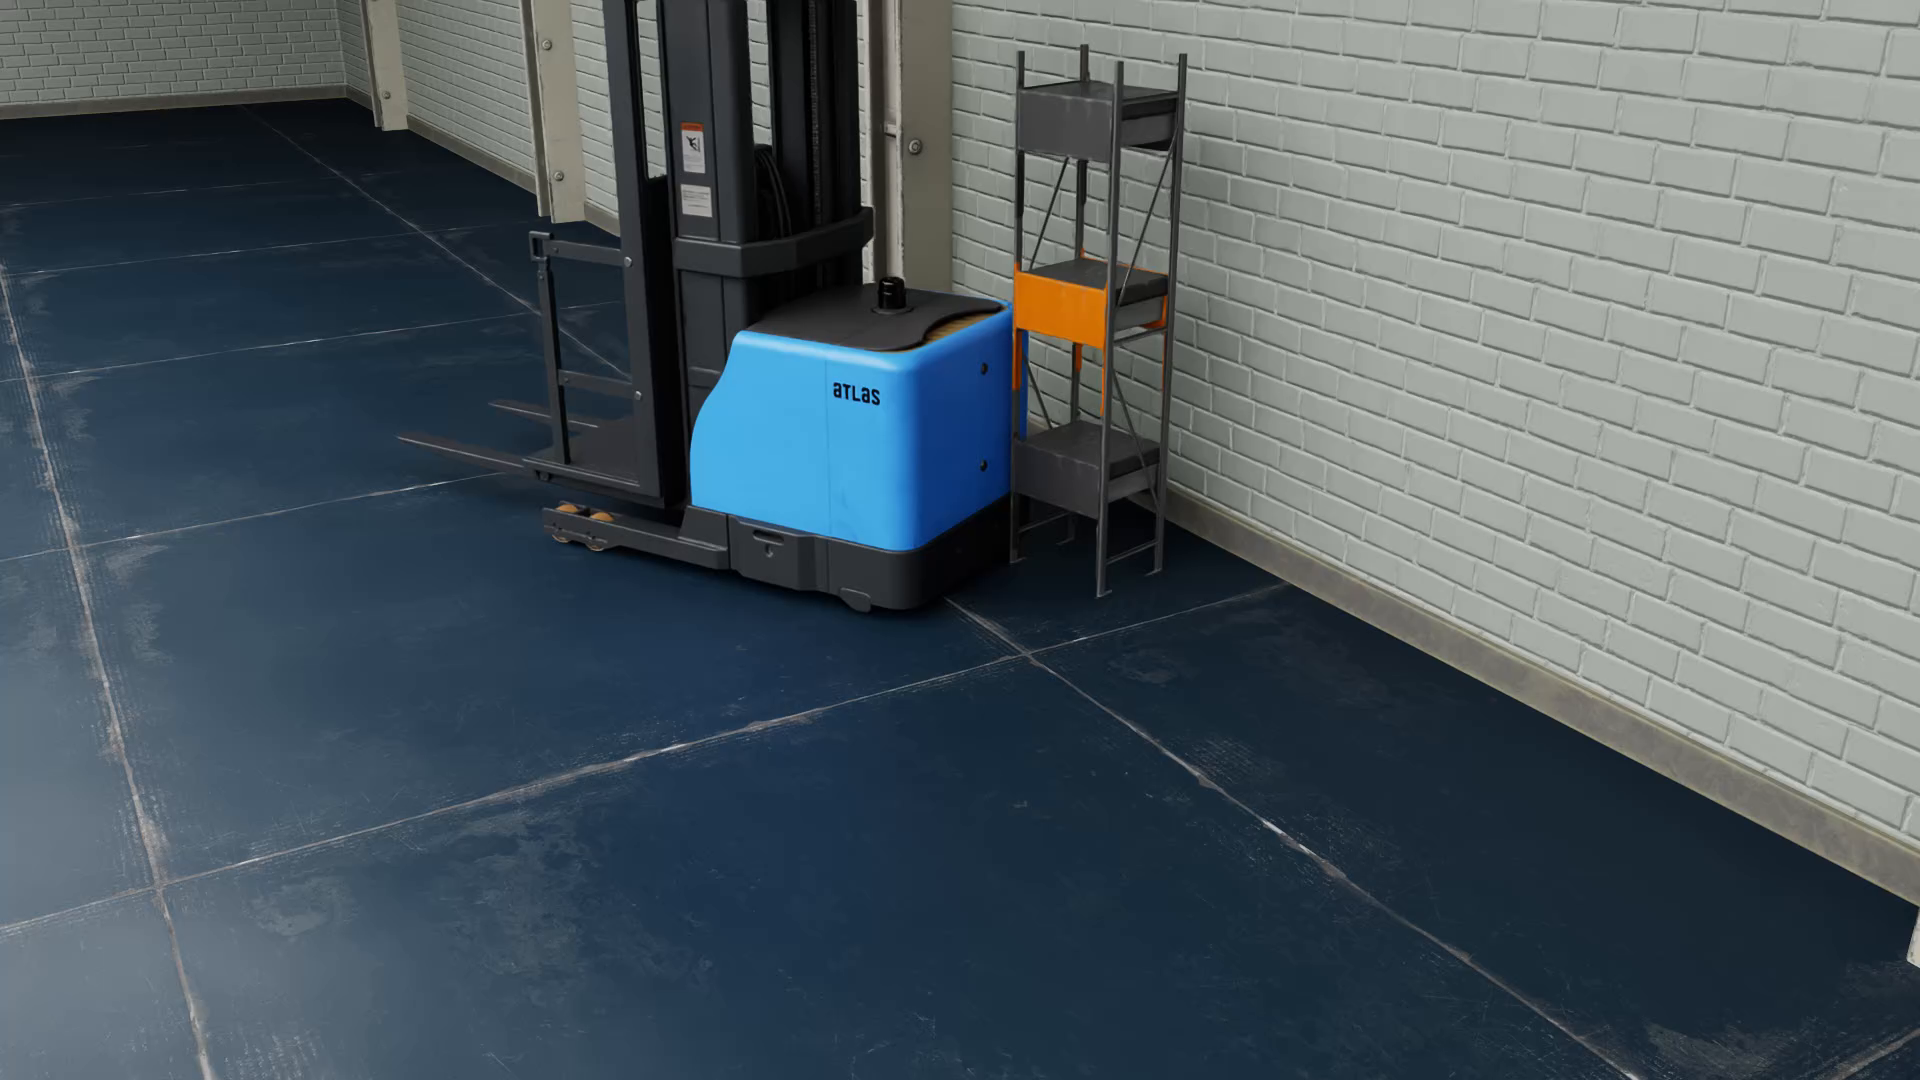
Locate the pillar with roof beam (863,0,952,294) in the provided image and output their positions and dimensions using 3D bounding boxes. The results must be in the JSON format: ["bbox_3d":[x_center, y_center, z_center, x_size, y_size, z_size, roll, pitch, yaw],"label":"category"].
[{"bbox_3d":[-3.968,-4.110,5.474,9.100,9.000,0.400,-13,25,-28],"label":"pillar with roof beam"}]

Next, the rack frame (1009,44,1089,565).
[{"bbox_3d":[0.357,-0.919,6.784,0.400,2.100,0.015,-20,30,-41],"label":"rack frame"}]

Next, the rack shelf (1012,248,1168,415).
[{"bbox_3d":[0.529,-0.841,6.629,0.431,0.518,0.480,-20,30,-41],"label":"rack shelf"}]

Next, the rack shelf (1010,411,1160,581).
[{"bbox_3d":[0.529,-0.193,6.892,0.431,0.518,0.480,-20,30,-41],"label":"rack shelf"}]

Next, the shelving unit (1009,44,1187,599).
[{"bbox_3d":[0.529,-0.854,6.624,0.431,2.100,0.503,-20,30,-41],"label":"shelving unit"}]

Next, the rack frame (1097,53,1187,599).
[{"bbox_3d":[0.700,-0.788,6.463,0.400,2.100,0.015,-20,30,-41],"label":"rack frame"}]

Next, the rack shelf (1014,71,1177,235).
[{"bbox_3d":[0.529,-1.490,6.365,0.431,0.518,0.480,-20,30,-41],"label":"rack shelf"}]

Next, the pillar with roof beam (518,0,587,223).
[{"bbox_3d":[-7.033,-6.053,10.252,9.100,9.000,0.400,-13,25,-28],"label":"pillar with roof beam"}]

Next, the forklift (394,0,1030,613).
[{"bbox_3d":[-1.231,-1.465,7.023,3.031,2.935,1.130,13,25,28],"label":"forklift"}]

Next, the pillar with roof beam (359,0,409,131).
[{"bbox_3d":[-10.098,-7.995,15.031,9.100,9.000,0.400,-13,25,-28],"label":"pillar with roof beam"}]
